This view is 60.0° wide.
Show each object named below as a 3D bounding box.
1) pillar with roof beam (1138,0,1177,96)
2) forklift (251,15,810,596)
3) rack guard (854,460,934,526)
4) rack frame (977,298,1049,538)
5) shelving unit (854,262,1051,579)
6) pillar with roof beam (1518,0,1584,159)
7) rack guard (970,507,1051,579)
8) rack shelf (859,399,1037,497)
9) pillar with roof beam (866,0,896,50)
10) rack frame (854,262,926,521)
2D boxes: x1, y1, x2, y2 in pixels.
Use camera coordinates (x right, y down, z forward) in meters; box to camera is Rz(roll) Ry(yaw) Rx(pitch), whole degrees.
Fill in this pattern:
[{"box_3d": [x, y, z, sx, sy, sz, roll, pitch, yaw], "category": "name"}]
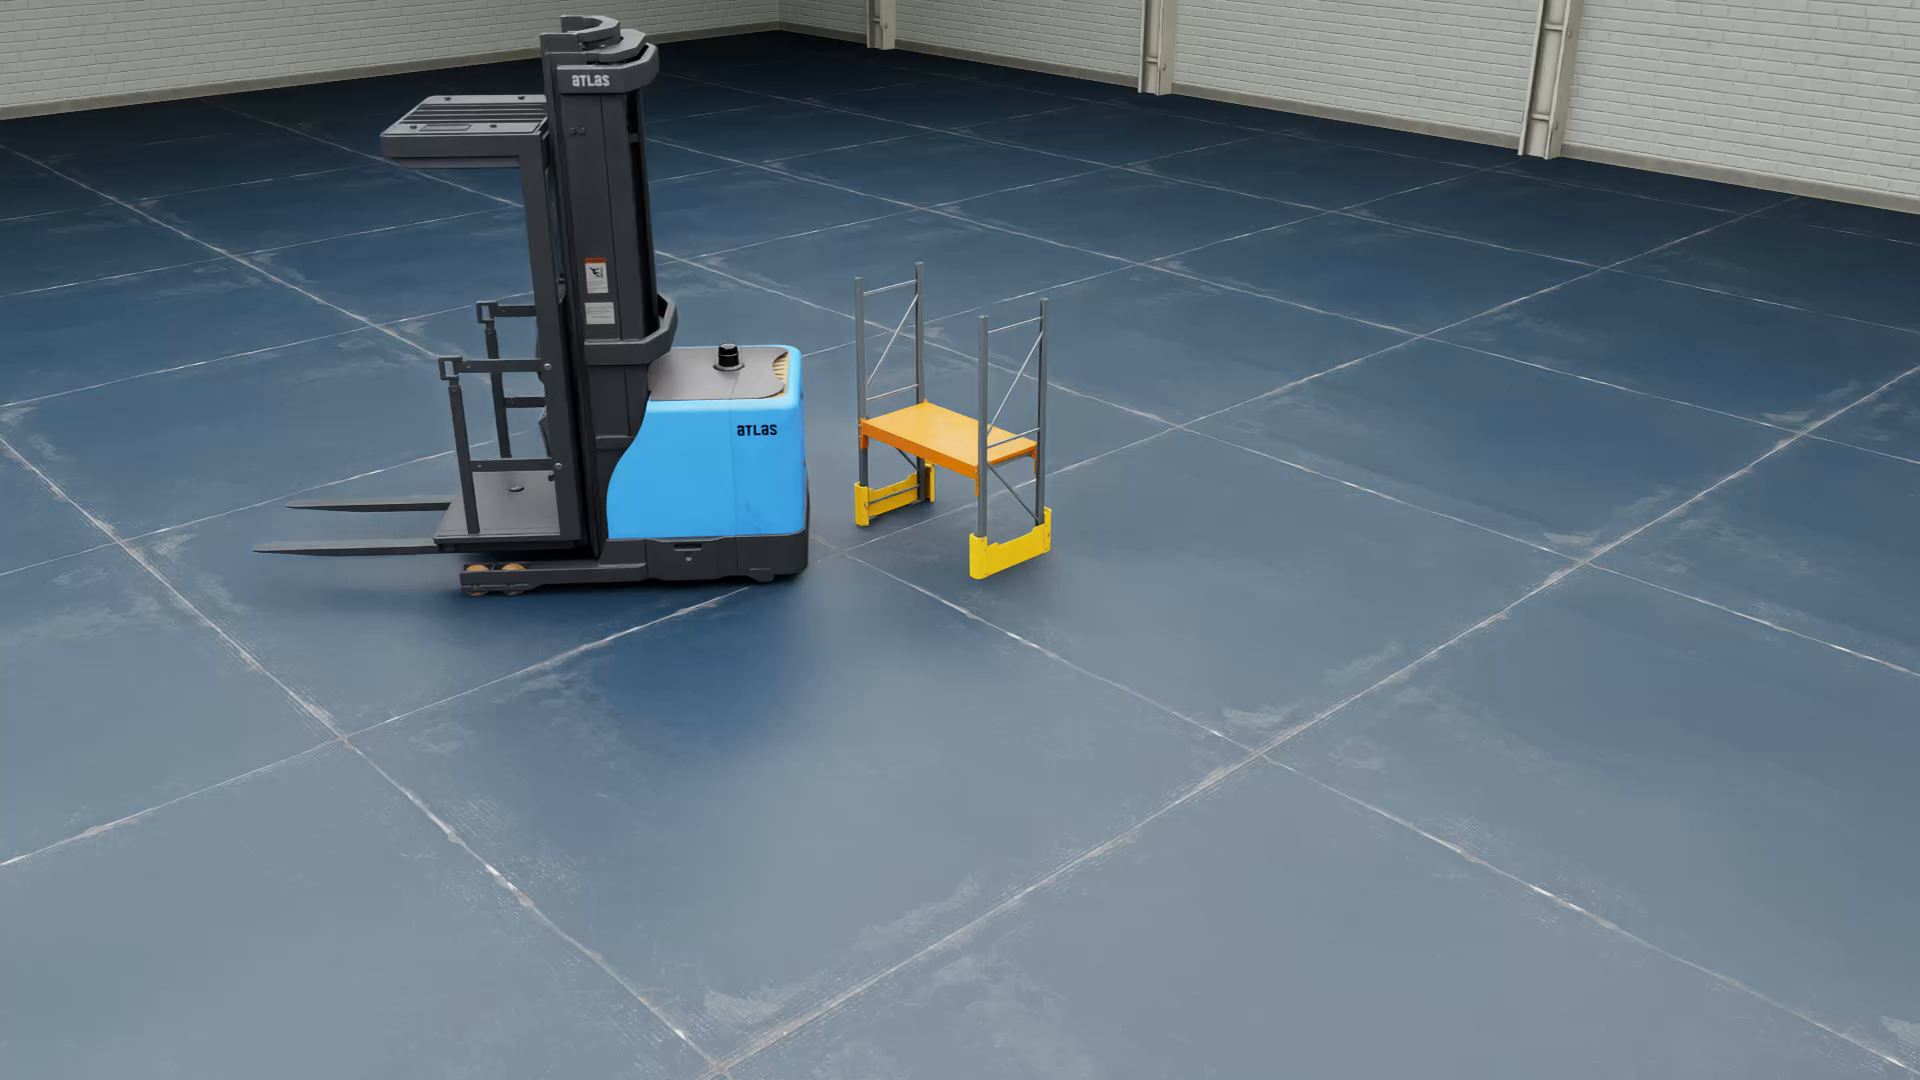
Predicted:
[{"box_3d": [-0.351, -9.269, 19.227, 9.100, 9.000, 0.400, -21, 32, -38], "category": "pillar with roof beam"}, {"box_3d": [-2.390, -1.256, 8.971, 3.031, 2.935, 1.130, -2, 25, -4], "category": "forklift"}, {"box_3d": [-0.392, -0.288, 10.079, 0.587, 0.250, 0.087, -21, 32, -38], "category": "rack guard"}, {"box_3d": [0.289, -0.554, 9.158, 0.500, 1.500, 0.032, -21, 32, -38], "category": "rack frame"}, {"box_3d": [-0.052, -0.705, 9.489, 0.587, 1.500, 1.083, -21, 32, -38], "category": "shelving unit"}, {"box_3d": [3.750, -7.452, 15.242, 9.100, 9.000, 0.400, -21, 32, -38], "category": "pillar with roof beam"}, {"box_3d": [0.288, 0.014, 9.418, 0.587, 0.250, 0.087, -21, 32, -38], "category": "rack guard"}, {"box_3d": [-0.058, -0.545, 9.570, 0.538, 0.185, 1.000, -21, 32, -38], "category": "rack shelf"}, {"box_3d": [-4.452, -11.087, 23.211, 9.100, 9.000, 0.400, -21, 32, -38], "category": "pillar with roof beam"}, {"box_3d": [-0.406, -0.862, 9.833, 0.500, 1.500, 0.032, -21, 32, -38], "category": "rack frame"}]
